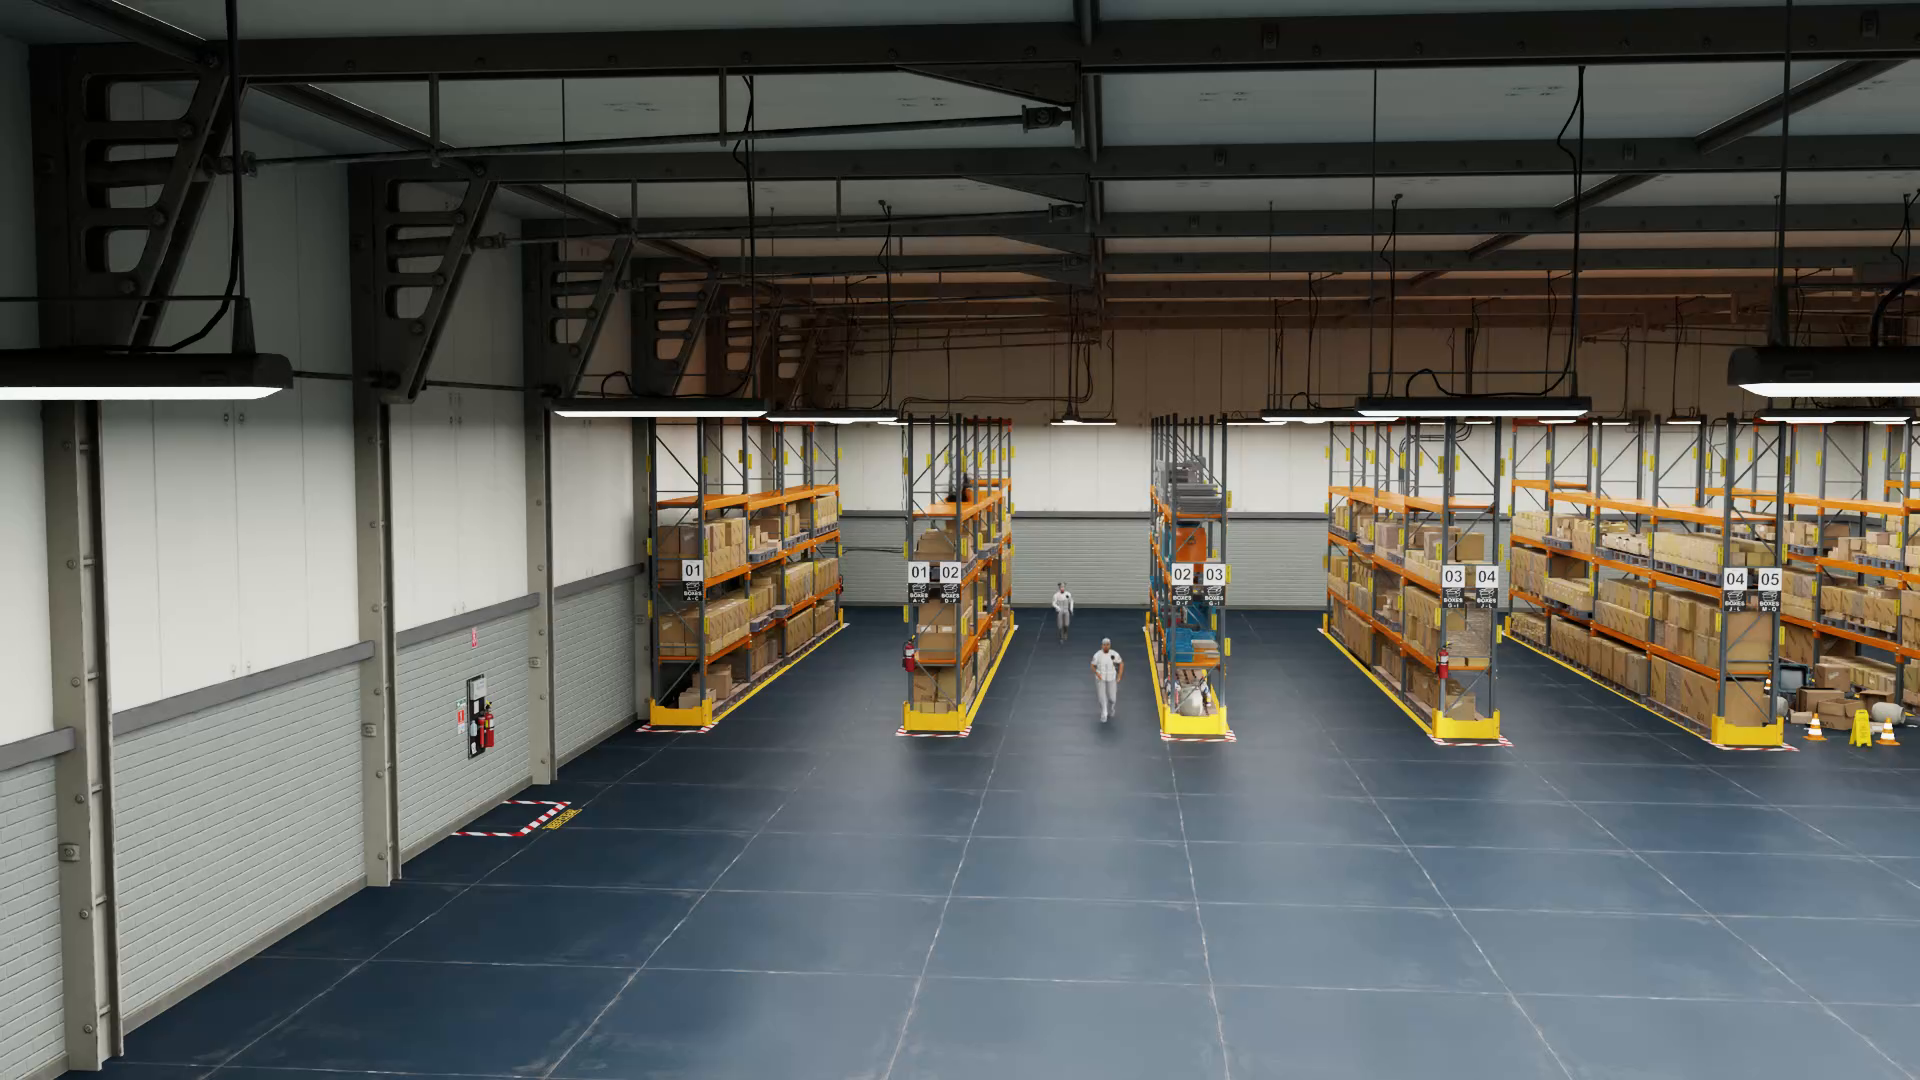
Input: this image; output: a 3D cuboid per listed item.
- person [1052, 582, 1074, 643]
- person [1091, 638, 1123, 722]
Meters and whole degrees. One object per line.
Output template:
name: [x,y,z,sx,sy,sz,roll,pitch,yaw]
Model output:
person: [2.744,1.927,44.159,0.594,1.646,0.621,0,4,-3]
person: [2.875,2.732,32.490,0.640,1.626,0.548,0,4,3]
